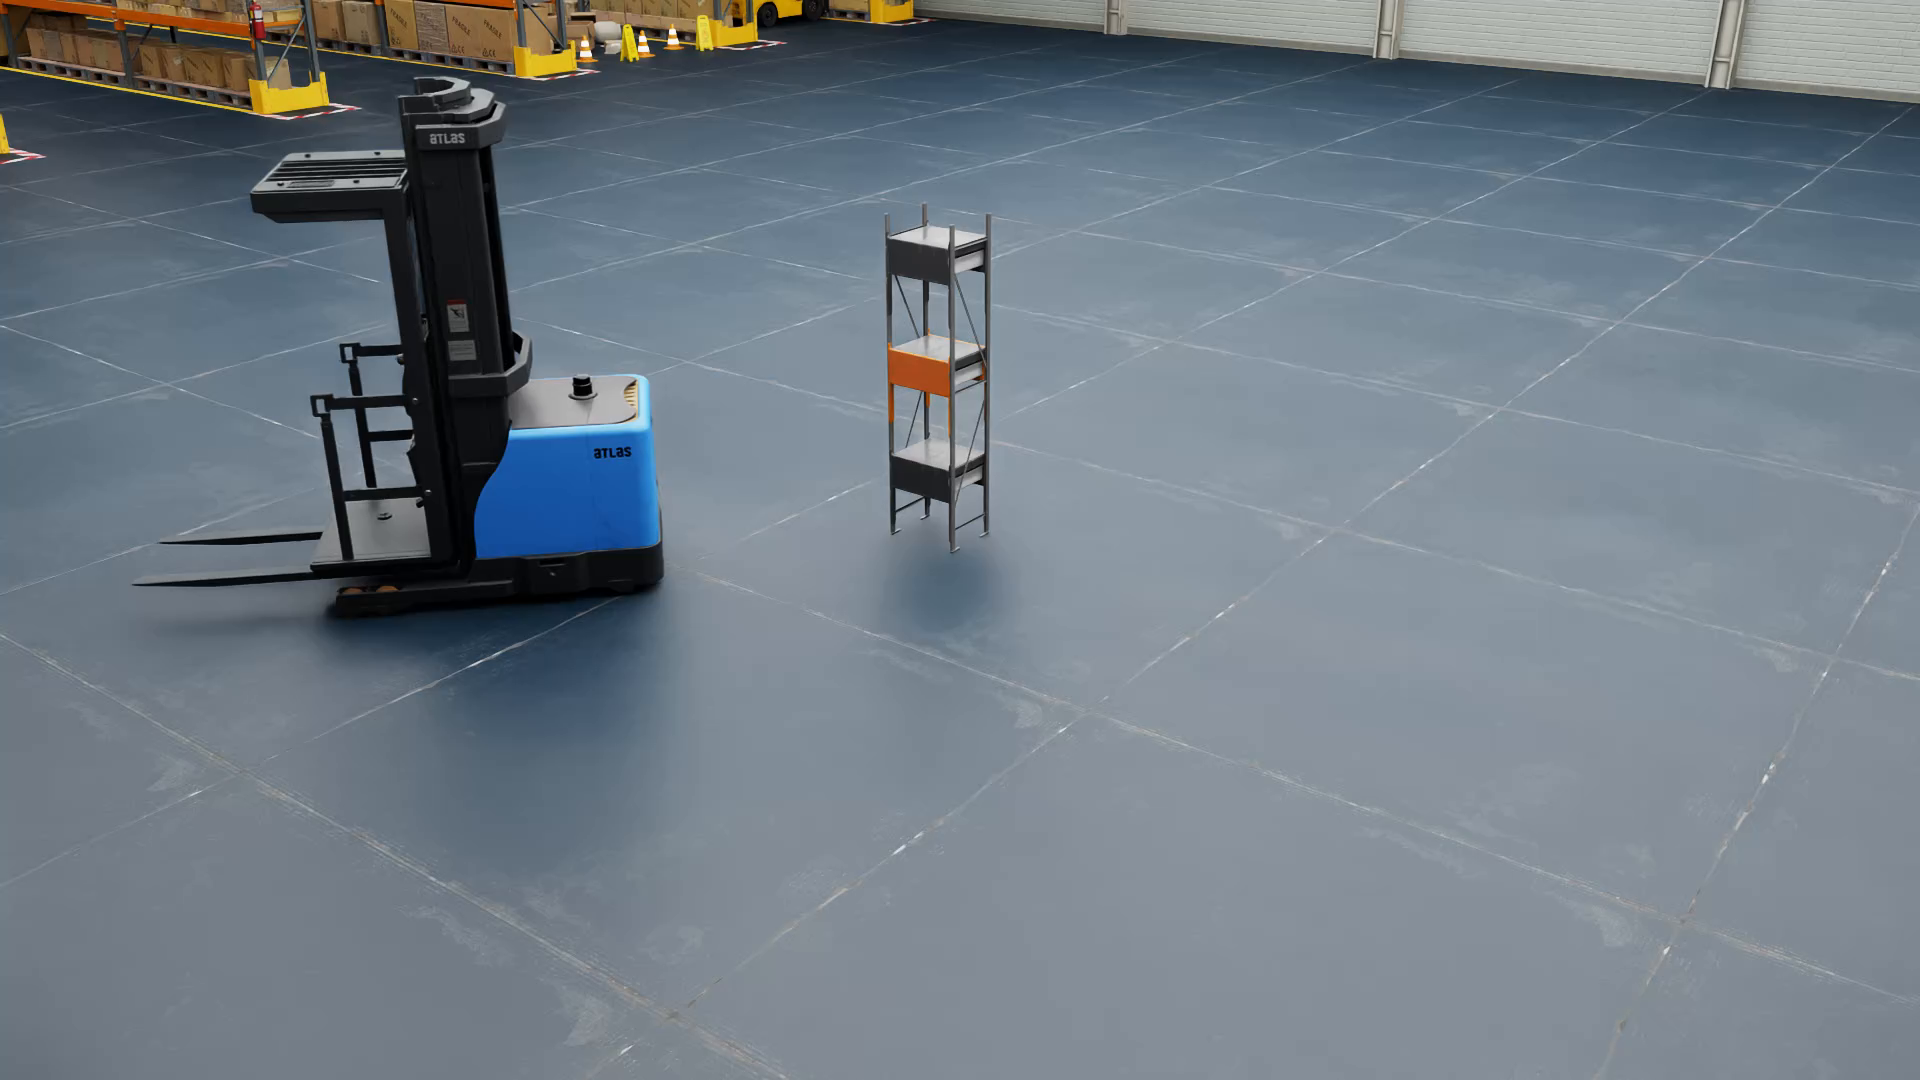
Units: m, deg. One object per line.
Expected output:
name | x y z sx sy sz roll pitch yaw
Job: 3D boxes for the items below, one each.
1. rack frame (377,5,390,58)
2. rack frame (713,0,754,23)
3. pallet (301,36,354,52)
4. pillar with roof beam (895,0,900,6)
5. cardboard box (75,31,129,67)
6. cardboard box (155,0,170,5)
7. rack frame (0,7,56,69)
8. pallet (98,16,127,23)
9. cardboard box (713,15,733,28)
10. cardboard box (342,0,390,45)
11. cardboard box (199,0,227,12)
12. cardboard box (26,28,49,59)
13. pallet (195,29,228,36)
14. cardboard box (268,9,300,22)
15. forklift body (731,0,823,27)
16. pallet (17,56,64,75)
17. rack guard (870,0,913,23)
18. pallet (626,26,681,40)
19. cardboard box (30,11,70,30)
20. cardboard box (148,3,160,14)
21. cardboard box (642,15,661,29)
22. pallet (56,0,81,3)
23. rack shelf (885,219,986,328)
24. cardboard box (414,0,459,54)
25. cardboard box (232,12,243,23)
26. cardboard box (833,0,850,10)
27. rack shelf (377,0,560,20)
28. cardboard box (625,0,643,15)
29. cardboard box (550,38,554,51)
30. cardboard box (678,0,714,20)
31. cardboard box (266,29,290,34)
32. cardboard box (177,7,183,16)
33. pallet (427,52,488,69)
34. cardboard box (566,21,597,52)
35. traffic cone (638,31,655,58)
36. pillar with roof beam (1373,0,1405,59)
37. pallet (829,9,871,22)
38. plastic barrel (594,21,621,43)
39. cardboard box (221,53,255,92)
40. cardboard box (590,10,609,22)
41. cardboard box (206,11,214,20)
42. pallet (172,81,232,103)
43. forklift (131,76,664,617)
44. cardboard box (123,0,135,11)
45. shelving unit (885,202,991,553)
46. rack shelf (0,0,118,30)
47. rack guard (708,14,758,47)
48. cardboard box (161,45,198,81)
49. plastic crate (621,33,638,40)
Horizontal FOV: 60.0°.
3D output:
rack frame | -10.591 -10.685 31.282 0.127 3.000 1.000 17 29 33
rack frame | -4.503 -11.340 32.766 0.127 3.000 1.000 17 29 33
pallet | -12.235 -9.867 32.881 1.213 0.211 1.003 17 29 33
pillar with roof beam | -4.127 -14.758 33.083 0.400 9.000 9.100 17 29 33
cardboard box | -14.944 -8.579 29.055 0.500 0.500 0.700 14 27 29
cardboard box | -12.485 -8.942 26.832 0.500 0.500 0.875 17 29 33
rack frame | -16.848 -10.077 29.900 0.127 3.000 1.000 17 29 33
pallet | -18.532 -11.790 37.246 1.213 0.211 1.003 17 29 33
cardboard box | -4.982 -10.558 33.881 0.500 0.250 0.500 17 29 33
cardboard box | -11.142 -9.969 31.925 0.750 0.750 1.050 17 29 33
cardboard box | -11.342 -8.548 25.938 0.500 0.500 0.875 17 29 33
cardboard box | -16.300 -8.979 29.963 0.500 0.500 0.700 15 28 31
pallet | -15.389 -10.861 35.139 1.213 0.211 1.003 17 29 33
cardboard box | -10.531 -8.173 25.891 0.250 0.149 0.380 17 29 33
forklift body | -4.140 -12.424 36.279 1.214 2.155 2.313 17 29 33
pallet | -16.223 -8.611 30.033 1.213 0.211 1.003 17 29 33
rack guard | -1.510 -11.792 36.894 0.348 0.500 1.175 17 29 33
pallet | -6.165 -10.585 34.512 1.213 0.211 1.003 17 29 33
cardboard box | -16.294 -9.325 29.819 0.500 0.250 0.500 18 30 35
cardboard box | -12.865 -8.598 26.856 0.250 0.149 0.380 17 29 33
cardboard box | -6.143 -10.635 34.056 0.500 0.250 0.500 16 28 31
pallet | -15.239 -9.524 28.883 1.213 0.211 1.003 17 29 33
rack shelf | -0.132 -1.629 10.141 0.480 0.518 0.431 17 29 33
cardboard box | -9.407 -9.514 30.737 0.875 0.875 0.875 17 29 34
cardboard box | -10.998 -8.090 25.703 0.250 0.149 0.380 17 29 33
cardboard box | -2.487 -12.011 37.179 0.500 0.250 0.500 17 29 33
rack shelf | -8.991 -9.873 30.329 4.000 0.370 1.077 17 29 33
cardboard box | -6.544 -11.103 34.188 0.500 0.500 0.500 19 30 36
cardboard box | -8.111 -9.613 32.238 0.396 0.266 0.258 -21 31 -39
cardboard box | -5.300 -10.726 33.334 0.500 0.500 0.500 17 29 34
cardboard box | -13.359 -10.639 33.446 0.750 0.750 1.050 16 29 33
cardboard box | -12.220 -8.441 26.500 0.250 0.149 0.380 17 29 33
pallet | -9.049 -8.905 30.700 1.213 0.211 1.003 17 29 33
cardboard box | -7.427 -9.805 32.380 0.637 0.503 0.797 -1 24 -3
traffic cone | -6.014 -9.426 31.570 0.334 0.463 0.336 17 29 33
pillar with roof beam | 5.475 -11.856 26.497 0.400 9.000 9.100 17 29 33
pallet | -2.166 -11.837 37.355 1.213 0.211 1.003 17 29 33
plastic barrel | -7.064 -10.172 33.311 0.512 0.421 0.421 -5 24 -12
cardboard box | -11.435 -7.481 26.587 0.500 0.500 0.500 -17 29 -34
cardboard box | -7.393 -11.011 34.910 0.500 0.250 0.500 15 28 31
cardboard box | -11.595 -8.273 26.119 0.250 0.149 0.380 17 29 33
pallet | -12.108 -7.388 27.255 1.213 0.211 1.003 17 29 33
forklift | -3.361 -1.120 9.656 3.031 2.935 1.130 -4 24 -9
cardboard box | -13.463 -8.781 27.271 0.250 0.149 0.380 17 29 33
shelving unit | -0.132 -1.001 10.418 0.503 2.100 0.431 17 29 33
rack shelf | -15.247 -9.264 28.948 4.000 0.370 1.077 17 29 33
rack guard | -4.564 -10.214 33.312 0.348 0.500 1.175 17 29 33
cardboard box | -12.888 -7.912 27.567 0.500 0.500 0.500 -16 28 -31
plastic crate | -6.939 -10.327 34.088 0.583 0.080 0.402 7 25 15
